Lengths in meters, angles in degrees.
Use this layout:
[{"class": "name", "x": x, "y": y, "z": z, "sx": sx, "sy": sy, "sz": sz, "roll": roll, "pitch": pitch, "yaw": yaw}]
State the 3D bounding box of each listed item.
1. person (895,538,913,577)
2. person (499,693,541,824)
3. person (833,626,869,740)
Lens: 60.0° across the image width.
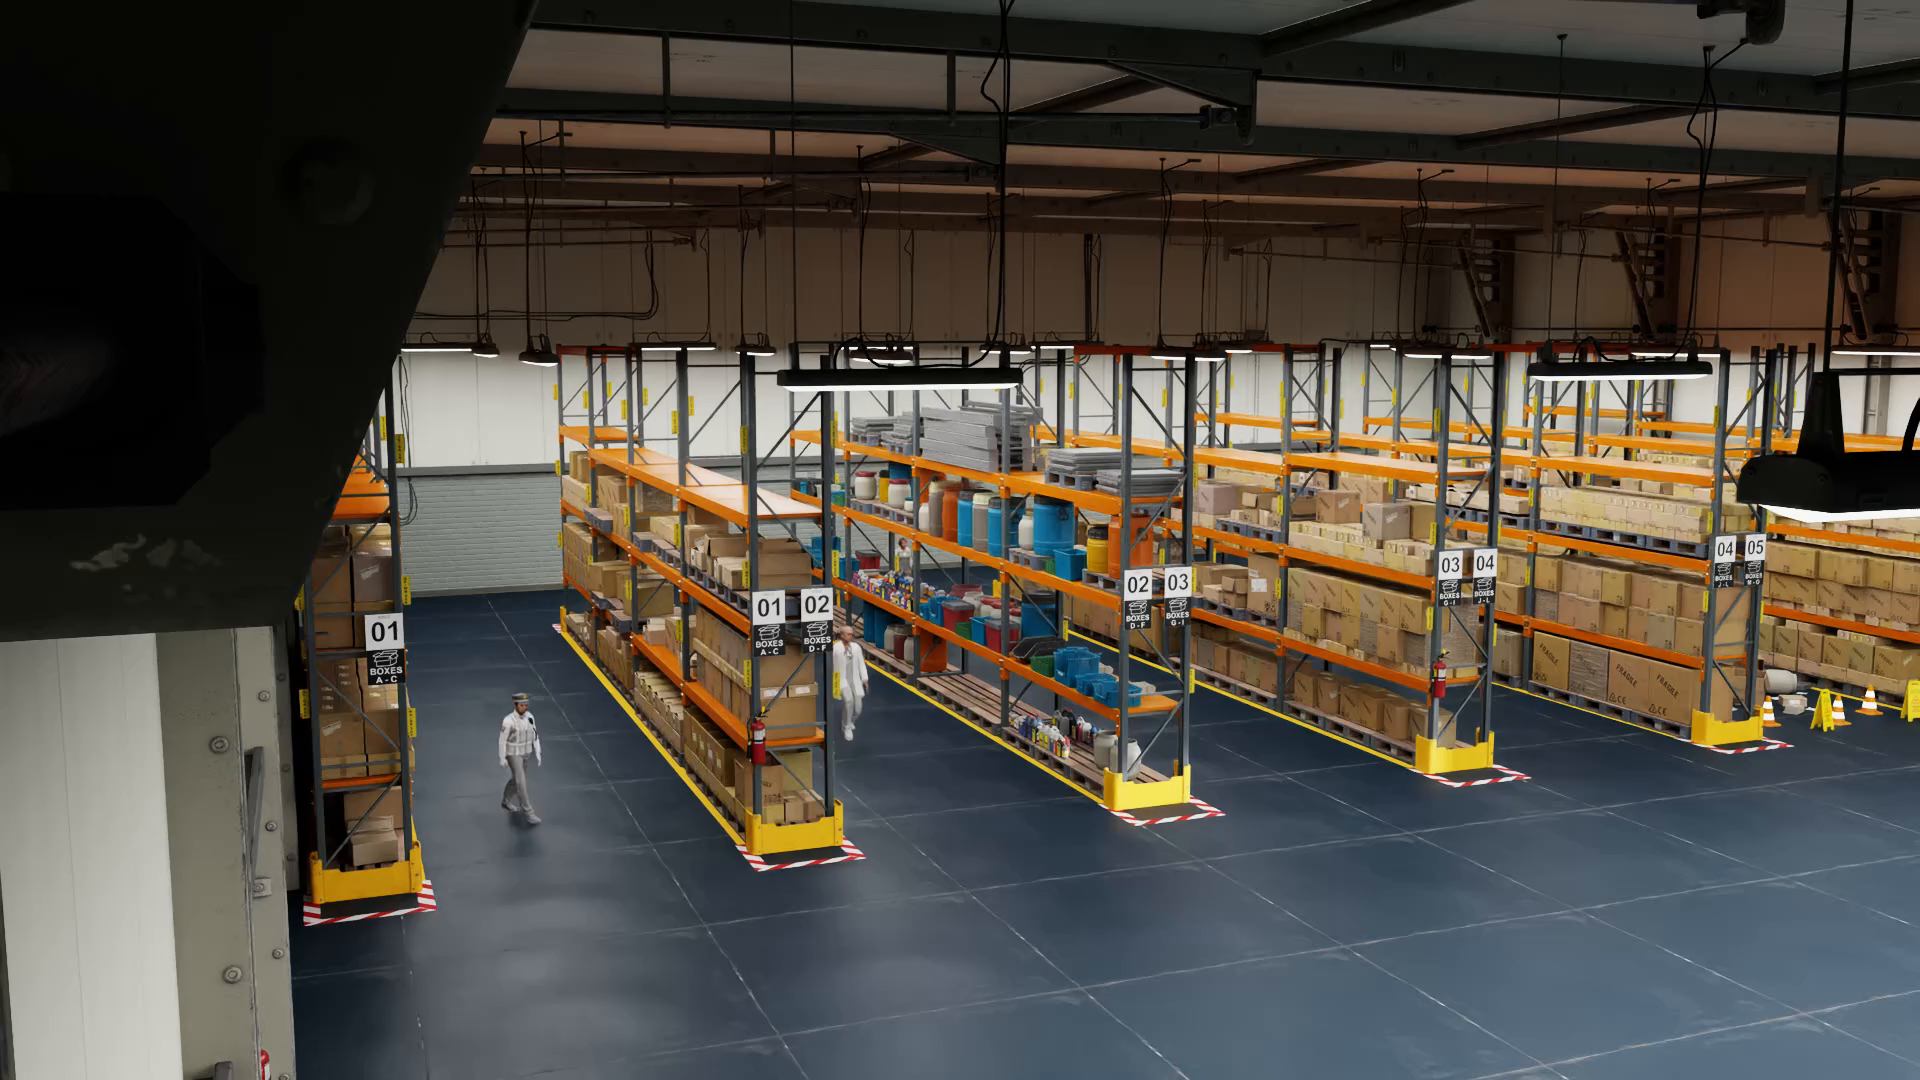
[{"class": "person", "x": -1.340, "y": 0.665, "z": 38.209, "sx": 0.421, "sy": 1.506, "sz": 0.643, "roll": -3, "pitch": 8, "yaw": -23}, {"class": "person", "x": -5.664, "y": 2.777, "z": 21.512, "sx": 0.951, "sy": 1.619, "sz": 0.509, "roll": 4, "pitch": 8, "yaw": 30}, {"class": "person", "x": -1.663, "y": 2.130, "z": 25.042, "sx": 0.602, "sy": 1.631, "sz": 0.740, "roll": -4, "pitch": 8, "yaw": -27}]
